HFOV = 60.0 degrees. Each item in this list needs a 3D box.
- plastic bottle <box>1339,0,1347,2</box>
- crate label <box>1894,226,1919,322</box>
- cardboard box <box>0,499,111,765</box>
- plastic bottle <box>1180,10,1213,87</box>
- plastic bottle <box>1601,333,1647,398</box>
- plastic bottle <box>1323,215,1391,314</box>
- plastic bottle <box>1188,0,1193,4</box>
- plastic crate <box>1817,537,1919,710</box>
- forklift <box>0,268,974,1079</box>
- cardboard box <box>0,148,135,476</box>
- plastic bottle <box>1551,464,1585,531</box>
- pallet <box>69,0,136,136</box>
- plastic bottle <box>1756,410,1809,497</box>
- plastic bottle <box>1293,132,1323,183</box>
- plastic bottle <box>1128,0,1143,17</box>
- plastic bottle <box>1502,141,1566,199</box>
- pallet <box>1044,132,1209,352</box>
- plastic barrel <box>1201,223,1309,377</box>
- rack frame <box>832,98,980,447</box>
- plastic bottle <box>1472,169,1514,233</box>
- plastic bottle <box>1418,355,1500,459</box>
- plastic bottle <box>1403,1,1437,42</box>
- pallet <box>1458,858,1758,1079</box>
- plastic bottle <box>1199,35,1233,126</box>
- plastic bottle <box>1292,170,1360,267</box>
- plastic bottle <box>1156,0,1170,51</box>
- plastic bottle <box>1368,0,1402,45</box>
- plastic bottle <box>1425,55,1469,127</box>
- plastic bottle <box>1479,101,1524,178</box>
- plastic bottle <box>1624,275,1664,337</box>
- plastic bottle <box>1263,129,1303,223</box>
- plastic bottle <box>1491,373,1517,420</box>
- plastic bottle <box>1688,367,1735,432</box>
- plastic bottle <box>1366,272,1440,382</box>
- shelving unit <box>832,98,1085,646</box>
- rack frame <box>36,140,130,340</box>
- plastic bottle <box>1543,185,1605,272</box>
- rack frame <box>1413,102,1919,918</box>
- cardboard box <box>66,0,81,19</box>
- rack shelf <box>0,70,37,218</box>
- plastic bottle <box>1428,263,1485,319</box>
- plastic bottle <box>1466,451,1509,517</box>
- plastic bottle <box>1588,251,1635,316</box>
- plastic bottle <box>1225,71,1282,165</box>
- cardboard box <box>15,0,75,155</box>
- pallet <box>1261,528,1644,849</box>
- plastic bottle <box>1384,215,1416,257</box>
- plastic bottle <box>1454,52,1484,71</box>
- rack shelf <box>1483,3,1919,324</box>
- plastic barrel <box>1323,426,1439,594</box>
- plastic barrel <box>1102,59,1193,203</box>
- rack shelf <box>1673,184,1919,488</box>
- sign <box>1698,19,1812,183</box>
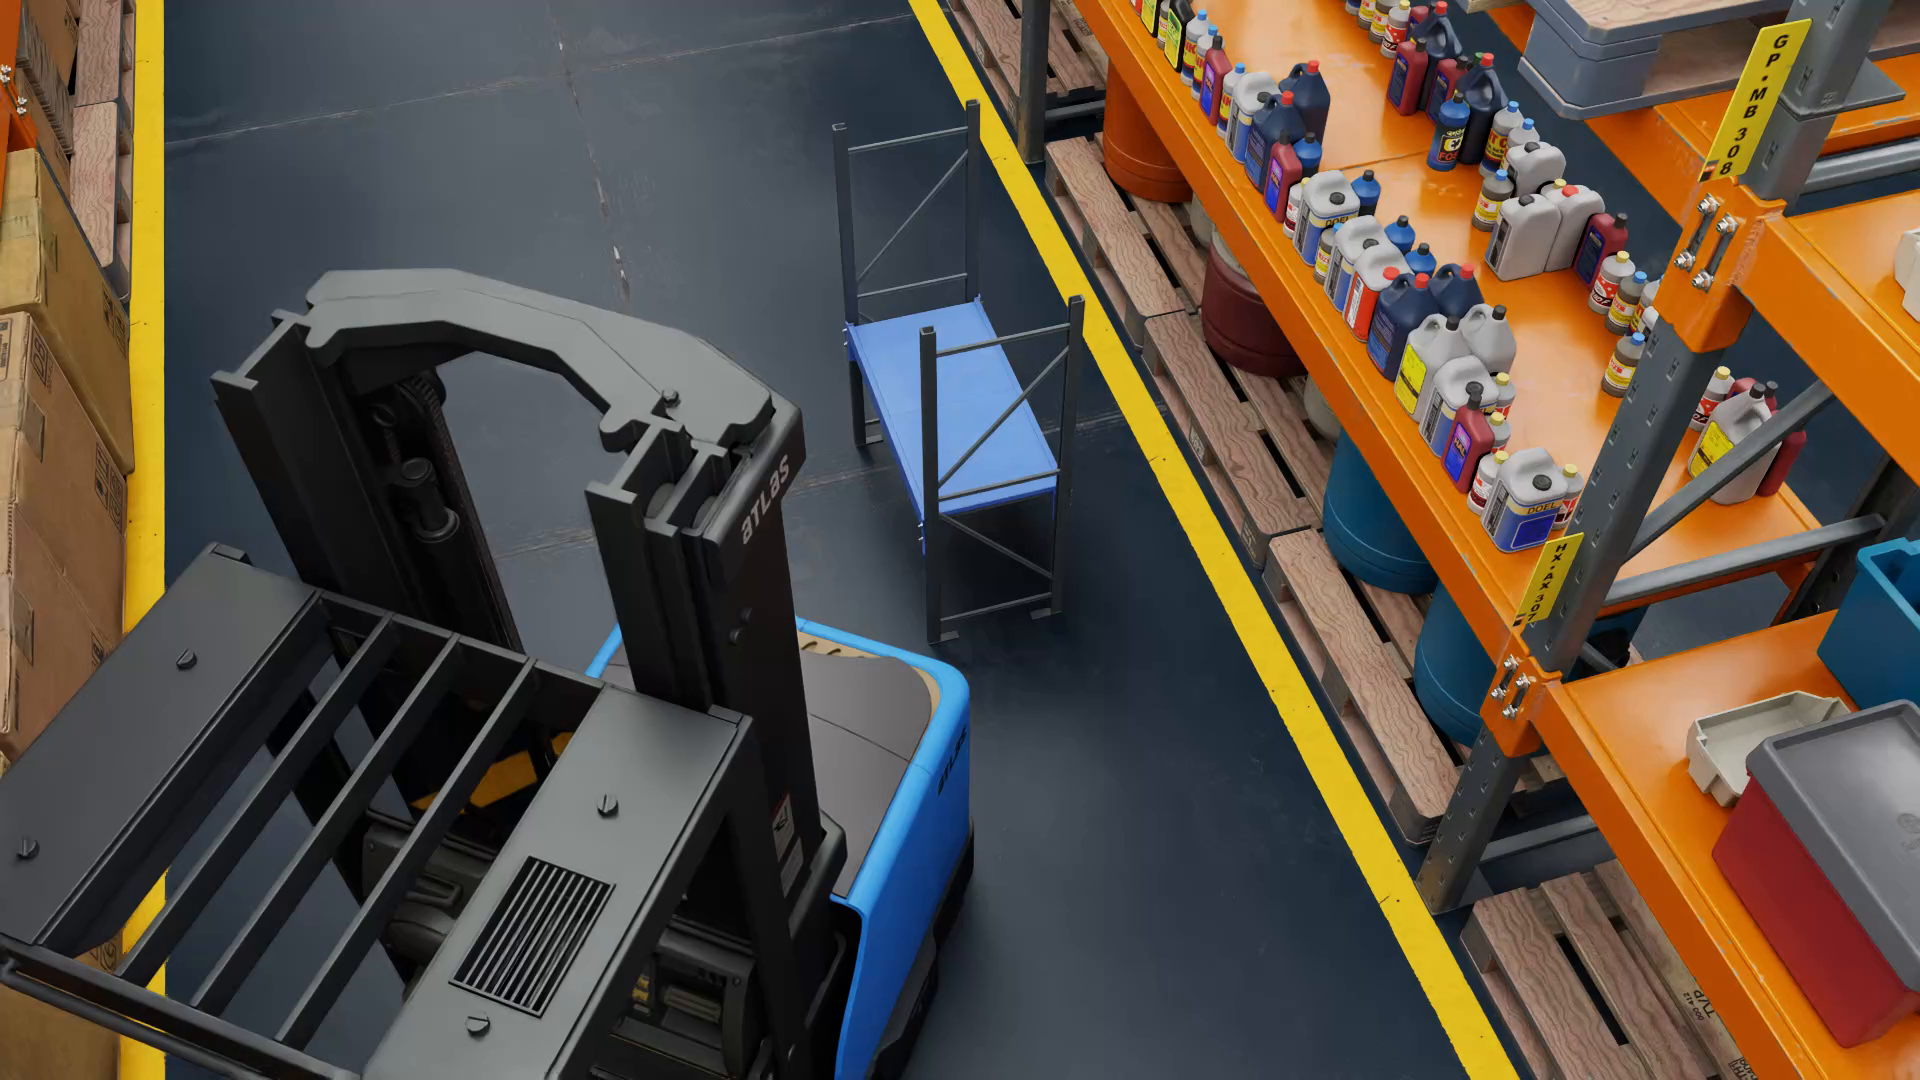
[{"bbox_3d":[1.462,-2.123,6.208,0.097,0.201,0.097,0,50,0],"label":"plastic bottle"},{"bbox_3d":[1.815,-0.394,2.830,0.293,0.136,0.466,-13,51,-11],"label":"crate label"},{"bbox_3d":[-3.259,0.620,4.881,1.225,0.875,0.875,-15,51,-12],"label":"cardboard box"},{"bbox_3d":[0.835,-1.731,5.831,0.097,0.271,0.097,0,50,0],"label":"plastic bottle"},{"bbox_3d":[1.951,-0.520,4.856,0.097,0.201,0.097,0,50,0],"label":"plastic bottle"},{"bbox_3d":[1.224,-0.843,5.080,0.152,0.276,0.135,-13,51,-11],"label":"plastic bottle"},{"bbox_3d":[0.833,-2.107,6.194,0.097,0.201,0.097,0,50,0],"label":"plastic bottle"},{"bbox_3d":[2.410,0.315,3.994,0.392,0.384,0.575,-13,51,-11],"label":"plastic crate"},{"bbox_3d":[-0.955,1.027,3.467,1.130,2.935,3.031,16,52,13],"label":"forklift"},{"bbox_3d":[-3.784,-0.678,5.975,1.225,0.875,0.875,-15,52,-13],"label":"cardboard box"},{"bbox_3d":[1.634,-0.127,4.525,0.097,0.201,0.097,0,50,0],"label":"plastic bottle"},{"bbox_3d":[-4.555,-2.298,8.049,1.003,0.211,1.213,-13,51,-11],"label":"pallet"},{"bbox_3d":[2.245,-0.261,4.585,0.061,0.283,0.133,-13,51,-11],"label":"plastic bottle"},{"bbox_3d":[1.113,-1.200,5.384,0.097,0.271,0.097,0,50,0],"label":"plastic bottle"},{"bbox_3d":[0.719,-2.089,6.130,0.152,0.276,0.135,-13,51,-11],"label":"plastic bottle"},{"bbox_3d":[1.831,-1.164,5.351,0.152,0.276,0.135,-13,51,-11],"label":"plastic bottle"},{"bbox_3d":[1.036,-1.391,7.284,1.003,0.211,1.213,-13,51,-11],"label":"pallet"},{"bbox_3d":[1.258,-1.036,6.464,0.600,0.588,0.708,-13,51,-11],"label":"plastic barrel"},{"bbox_3d":[-0.176,-0.917,6.042,0.500,1.500,0.032,-13,51,-11],"label":"rack frame"},{"bbox_3d":[1.717,-1.099,5.344,0.097,0.201,0.097,0,50,0],"label":"plastic bottle"},{"bbox_3d":[1.413,-0.376,4.686,0.152,0.276,0.135,-13,51,-11],"label":"plastic bottle"},{"bbox_3d":[1.628,-1.785,5.869,0.061,0.283,0.133,-13,51,-11],"label":"plastic bottle"},{"bbox_3d":[2.201,1.493,4.854,1.003,0.211,1.213,-13,51,-11],"label":"pallet"},{"bbox_3d":[0.880,-1.575,5.692,0.061,0.283,0.133,-13,51,-11],"label":"plastic bottle"},{"bbox_3d":[1.155,-1.012,5.222,0.152,0.276,0.135,-13,51,-11],"label":"plastic bottle"},{"bbox_3d":[0.767,-1.877,6.000,0.097,0.201,0.097,0,50,0],"label":"plastic bottle"},{"bbox_3d":[1.548,-1.909,6.028,0.097,0.201,0.097,0,50,0],"label":"plastic bottle"},{"bbox_3d":[1.664,-1.538,5.661,0.061,0.283,0.133,-13,51,-11],"label":"plastic bottle"},{"bbox_3d":[1.794,-1.325,5.489,0.097,0.271,0.097,0,50,0],"label":"plastic bottle"},{"bbox_3d":[2.057,-0.675,4.942,0.097,0.271,0.097,0,50,0],"label":"plastic bottle"},{"bbox_3d":[1.043,-1.173,5.353,0.061,0.283,0.133,-13,51,-11],"label":"plastic bottle"},{"bbox_3d":[1.526,-0.394,4.750,0.097,0.201,0.097,0,50,0],"label":"plastic bottle"},{"bbox_3d":[2.154,-0.412,4.766,0.097,0.201,0.097,0,50,0],"label":"plastic bottle"},{"bbox_3d":[1.307,-0.651,4.869,0.144,0.351,0.185,-13,51,-11],"label":"plastic bottle"},{"bbox_3d":[-0.025,-0.546,5.729,0.538,1.500,1.048,-13,51,-11],"label":"shelving unit"},{"bbox_3d":[-3.968,-1.736,5.752,1.000,3.000,0.127,-13,51,-11],"label":"rack frame"},{"bbox_3d":[1.899,-0.995,5.208,0.152,0.276,0.135,-13,51,-11],"label":"plastic bottle"},{"bbox_3d":[1.946,0.066,4.233,1.000,3.000,0.127,-13,51,-11],"label":"rack frame"},{"bbox_3d":[-4.701,-2.779,7.978,0.700,0.500,0.500,-17,52,-14],"label":"cardboard box"},{"bbox_3d":[-3.377,-0.043,4.795,1.077,0.370,4.000,-13,51,-11],"label":"rack shelf"},{"bbox_3d":[1.445,-0.684,4.897,0.144,0.351,0.185,-13,51,-11],"label":"plastic bottle"},{"bbox_3d":[1.460,-0.164,4.556,0.097,0.201,0.097,0,50,0],"label":"plastic bottle"},{"bbox_3d":[1.999,-0.795,5.088,0.097,0.201,0.097,0,50,0],"label":"plastic bottle"},{"bbox_3d":[0.993,-1.414,5.561,0.152,0.276,0.135,-13,51,-11],"label":"plastic bottle"},{"bbox_3d":[-4.362,-1.959,7.287,0.700,0.500,0.500,-17,52,-14],"label":"cardboard box"},{"bbox_3d":[1.758,0.391,5.782,1.003,0.211,1.213,-13,51,-11],"label":"pallet"},{"bbox_3d":[1.337,-0.883,5.117,0.097,0.271,0.097,0,50,0],"label":"plastic bottle"},{"bbox_3d":[1.722,-1.552,5.673,0.061,0.283,0.133,-13,51,-11],"label":"plastic bottle"},{"bbox_3d":[1.355,-2.130,4.593,1.077,0.370,4.000,-13,51,-11],"label":"rack shelf"},{"bbox_3d":[1.592,-0.312,5.649,0.600,0.901,0.708,-13,51,-11],"label":"plastic barrel"},{"bbox_3d":[0.924,-1.938,7.067,0.600,0.830,0.708,-13,51,-11],"label":"plastic barrel"},{"bbox_3d":[2.538,0.791,2.130,1.077,0.370,4.000,-13,51,-11],"label":"rack shelf"},{"bbox_3d":[1.420,-0.781,2.979,0.100,0.325,0.005,-13,51,-11],"label":"sign"}]
